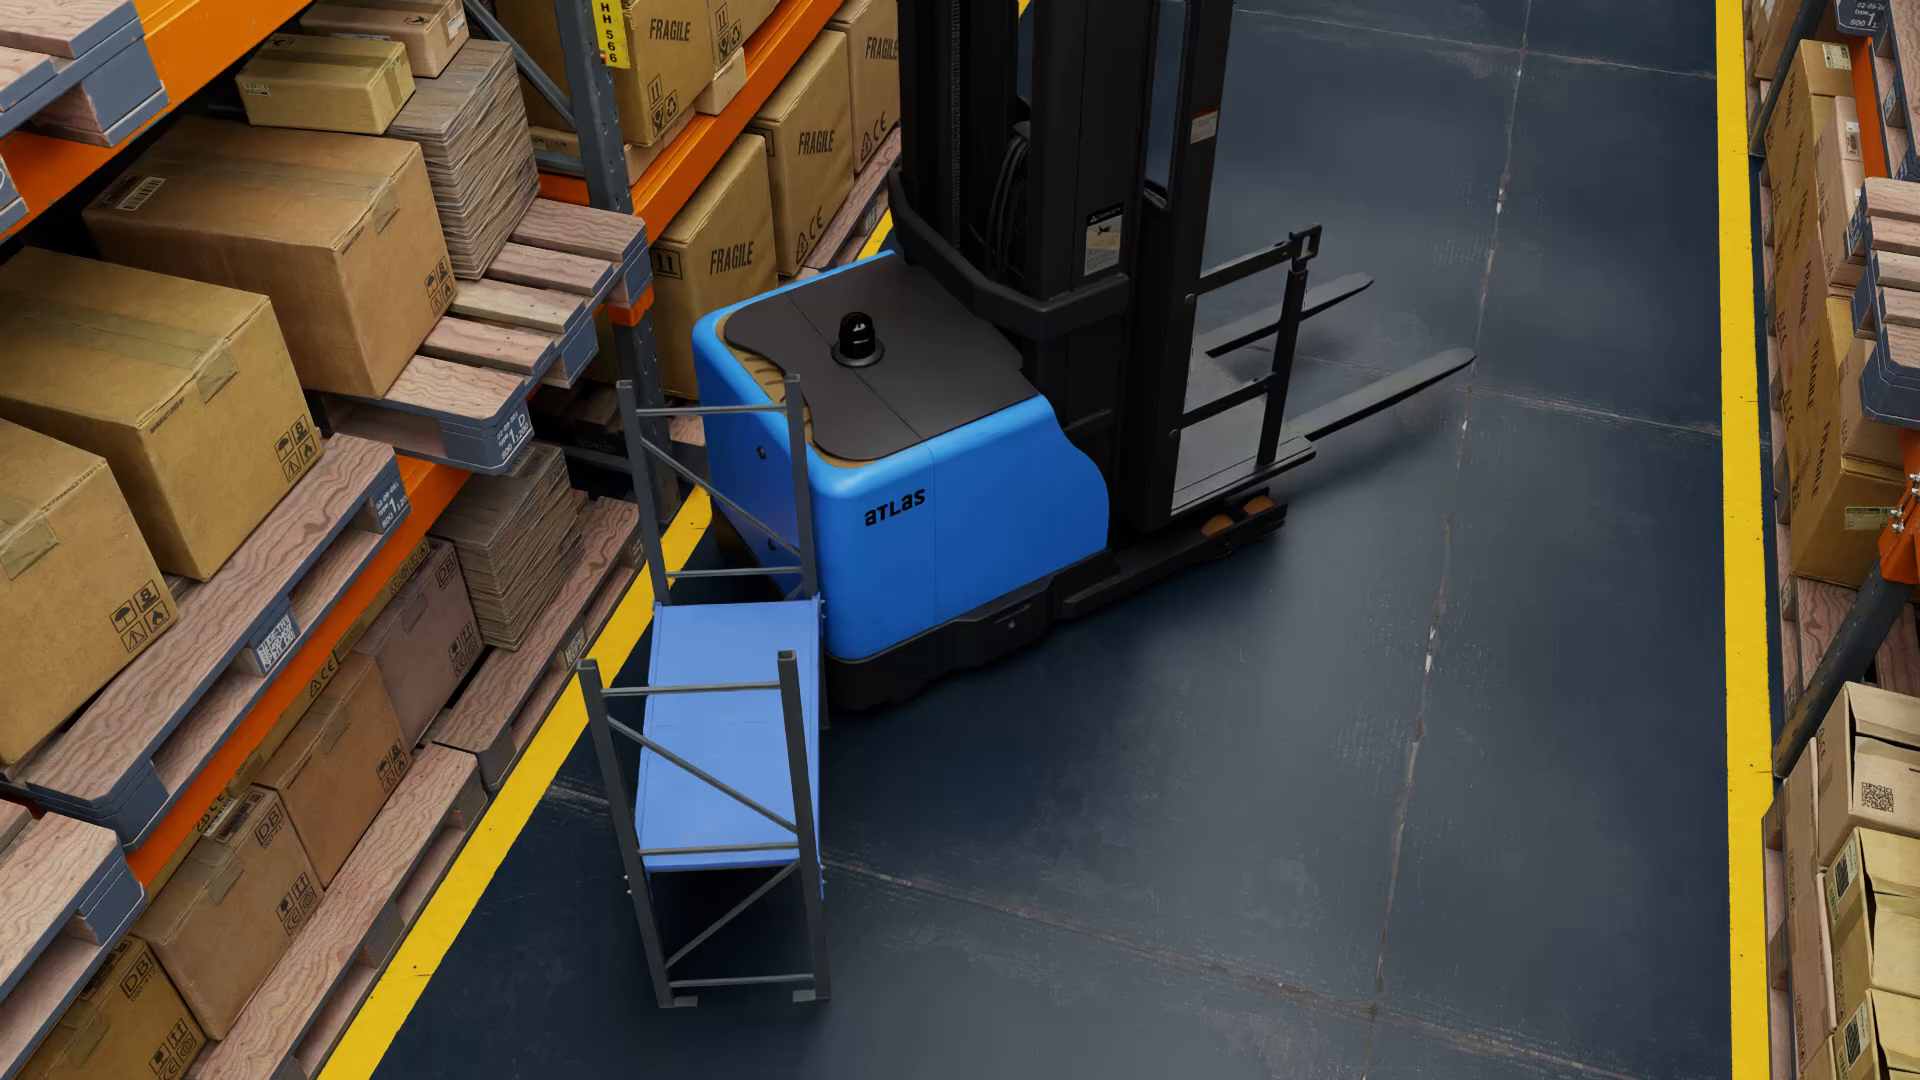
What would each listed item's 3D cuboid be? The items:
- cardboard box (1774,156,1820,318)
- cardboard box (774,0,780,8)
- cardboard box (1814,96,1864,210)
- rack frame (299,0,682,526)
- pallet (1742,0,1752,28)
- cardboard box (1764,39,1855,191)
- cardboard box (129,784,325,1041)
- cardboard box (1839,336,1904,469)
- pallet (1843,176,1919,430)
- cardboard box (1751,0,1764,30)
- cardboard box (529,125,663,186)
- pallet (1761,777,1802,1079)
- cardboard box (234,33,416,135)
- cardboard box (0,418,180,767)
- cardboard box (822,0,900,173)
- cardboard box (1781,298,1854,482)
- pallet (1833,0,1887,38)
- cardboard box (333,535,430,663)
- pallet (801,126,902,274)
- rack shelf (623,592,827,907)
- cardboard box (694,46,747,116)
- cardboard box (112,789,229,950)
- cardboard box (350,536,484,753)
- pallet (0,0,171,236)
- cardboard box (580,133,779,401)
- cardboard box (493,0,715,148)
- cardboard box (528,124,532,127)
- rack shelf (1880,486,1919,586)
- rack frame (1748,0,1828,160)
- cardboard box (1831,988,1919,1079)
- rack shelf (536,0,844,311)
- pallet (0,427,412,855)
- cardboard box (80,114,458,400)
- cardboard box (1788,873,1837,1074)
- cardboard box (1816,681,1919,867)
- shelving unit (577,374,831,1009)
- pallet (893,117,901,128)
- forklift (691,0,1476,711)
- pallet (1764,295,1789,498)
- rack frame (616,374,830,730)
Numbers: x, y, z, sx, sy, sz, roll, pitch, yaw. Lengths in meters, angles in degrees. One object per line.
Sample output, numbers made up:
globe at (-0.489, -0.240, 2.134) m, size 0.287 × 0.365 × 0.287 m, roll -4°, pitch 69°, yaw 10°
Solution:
cardboard box at (3.682, -1.195, 6.799) m, size 0.500 × 0.500 × 0.500 m, roll 13°, pitch 46°, yaw 13°
cardboard box at (-0.853, -2.368, 6.227) m, size 0.500 × 0.500 × 0.500 m, roll 12°, pitch 46°, yaw 12°
cardboard box at (3.689, -1.486, 6.560) m, size 0.500 × 0.250 × 0.500 m, roll 13°, pitch 46°, yaw 13°
rack frame at (-1.563, -1.272, 5.405) m, size 1.000 × 3.000 × 0.127 m, roll 13°, pitch 46°, yaw 13°
pallet at (4.947, -3.168, 9.337) m, size 1.003 × 0.211 × 1.213 m, roll 13°, pitch 46°, yaw 13°
cardboard box at (3.992, -1.884, 7.503) m, size 0.500 × 0.500 × 0.500 m, roll 11°, pitch 45°, yaw 11°
cardboard box at (-2.266, 0.950, 4.607) m, size 0.700 × 0.500 × 0.500 m, roll 13°, pitch 46°, yaw 13°
cardboard box at (3.232, -0.468, 5.520) m, size 0.500 × 0.250 × 0.500 m, roll 14°, pitch 46°, yaw 14°
pallet at (3.297, -0.623, 4.879) m, size 1.213 × 0.211 × 1.003 m, roll 13°, pitch 46°, yaw 13°
cardboard box at (4.329, -2.732, 8.621) m, size 0.380 × 0.149 × 0.250 m, roll 13°, pitch 46°, yaw 13°
cardboard box at (-1.243, -1.359, 5.660) m, size 0.380 × 0.149 × 0.250 m, roll 12°, pitch 46°, yaw 12°
pallet at (2.872, 1.312, 4.758) m, size 1.003 × 0.211 × 1.213 m, roll 13°, pitch 46°, yaw 13°
cardboard box at (-1.722, -1.243, 4.525) m, size 0.380 × 0.149 × 0.250 m, roll 6°, pitch 45°, yaw 6°
cardboard box at (-2.242, 0.053, 3.665) m, size 0.700 × 0.500 × 0.500 m, roll 19°, pitch 47°, yaw 18°
cardboard box at (-0.691, -2.266, 7.657) m, size 0.750 × 0.750 × 0.750 m, roll 14°, pitch 46°, yaw 14°
cardboard box at (3.376, -0.507, 6.096) m, size 0.500 × 0.500 × 0.500 m, roll 11°, pitch 45°, yaw 11°
pallet at (4.024, -2.313, 6.606) m, size 1.003 × 0.211 × 1.213 m, roll 13°, pitch 46°, yaw 13°
cardboard box at (-1.964, 0.054, 4.987) m, size 0.500 × 0.250 × 0.500 m, roll 13°, pitch 46°, yaw 13°
pallet at (-0.881, -1.595, 7.729) m, size 1.003 × 0.211 × 1.213 m, roll 13°, pitch 46°, yaw 13°
rack shelf at (-0.659, 0.584, 4.838) m, size 0.538 × 0.185 × 1.000 m, roll -2°, pitch 44°, yaw -2°
cardboard box at (-0.997, -1.685, 5.992) m, size 0.380 × 0.149 × 0.250 m, roll 14°, pitch 46°, yaw 14°
cardboard box at (-2.283, 0.727, 4.299) m, size 0.500 × 0.250 × 0.500 m, roll 11°, pitch 46°, yaw 11°
cardboard box at (-1.998, 0.274, 5.298) m, size 0.700 × 0.500 × 0.500 m, roll 12°, pitch 46°, yaw 12°
pallet at (-2.175, -0.691, 2.801) m, size 1.213 × 0.211 × 1.003 m, roll 13°, pitch 46°, yaw 13°
cardboard box at (-1.216, -1.116, 6.482) m, size 0.750 × 0.750 × 0.750 m, roll 12°, pitch 46°, yaw 12°
cardboard box at (-1.172, -1.690, 5.534) m, size 0.500 × 0.500 × 0.500 m, roll 14°, pitch 46°, yaw 14°
cardboard box at (-1.709, -1.460, 5.763) m, size 0.380 × 0.149 × 0.250 m, roll 13°, pitch 46°, yaw 13°
rack shelf at (2.553, 1.365, 3.224) m, size 1.077 × 0.370 × 4.000 m, roll 13°, pitch 46°, yaw 13°
rack frame at (4.370, -2.891, 7.060) m, size 1.000 × 3.000 × 0.127 m, roll 13°, pitch 46°, yaw 13°
cardboard box at (2.413, 1.386, 3.954) m, size 0.500 × 0.311 × 0.500 m, roll 11°, pitch 46°, yaw 11°
rack shelf at (-0.958, -2.348, 7.019) m, size 1.077 × 0.370 × 4.000 m, roll 13°, pitch 46°, yaw 13°
pallet at (-2.124, 0.125, 4.115) m, size 1.003 × 0.211 × 1.213 m, roll 13°, pitch 46°, yaw 13°
cardboard box at (-1.839, -0.771, 4.507) m, size 0.700 × 0.500 × 0.500 m, roll 9°, pitch 45°, yaw 9°
cardboard box at (2.569, 1.230, 4.514) m, size 0.500 × 0.250 × 0.500 m, roll 11°, pitch 46°, yaw 11°
cardboard box at (2.720, 0.694, 4.661) m, size 0.500 × 0.311 × 0.500 m, roll 14°, pitch 46°, yaw 14°
shelving unit at (-0.659, 0.455, 4.712) m, size 0.538 × 1.500 × 1.048 m, roll -2°, pitch 44°, yaw -2°
pallet at (-0.514, -2.411, 8.563) m, size 1.003 × 0.211 × 1.213 m, roll 13°, pitch 46°, yaw 13°
forklift at (0.622, -1.269, 5.451) m, size 3.031 × 2.935 × 1.130 m, roll -24°, pitch 49°, yaw -22°
pallet at (3.792, -0.528, 6.639) m, size 1.003 × 0.211 × 1.213 m, roll 13°, pitch 46°, yaw 13°
rack frame at (-0.690, 0.101, 5.075) m, size 0.500 × 1.500 × 0.032 m, roll -2°, pitch 44°, yaw -2°
